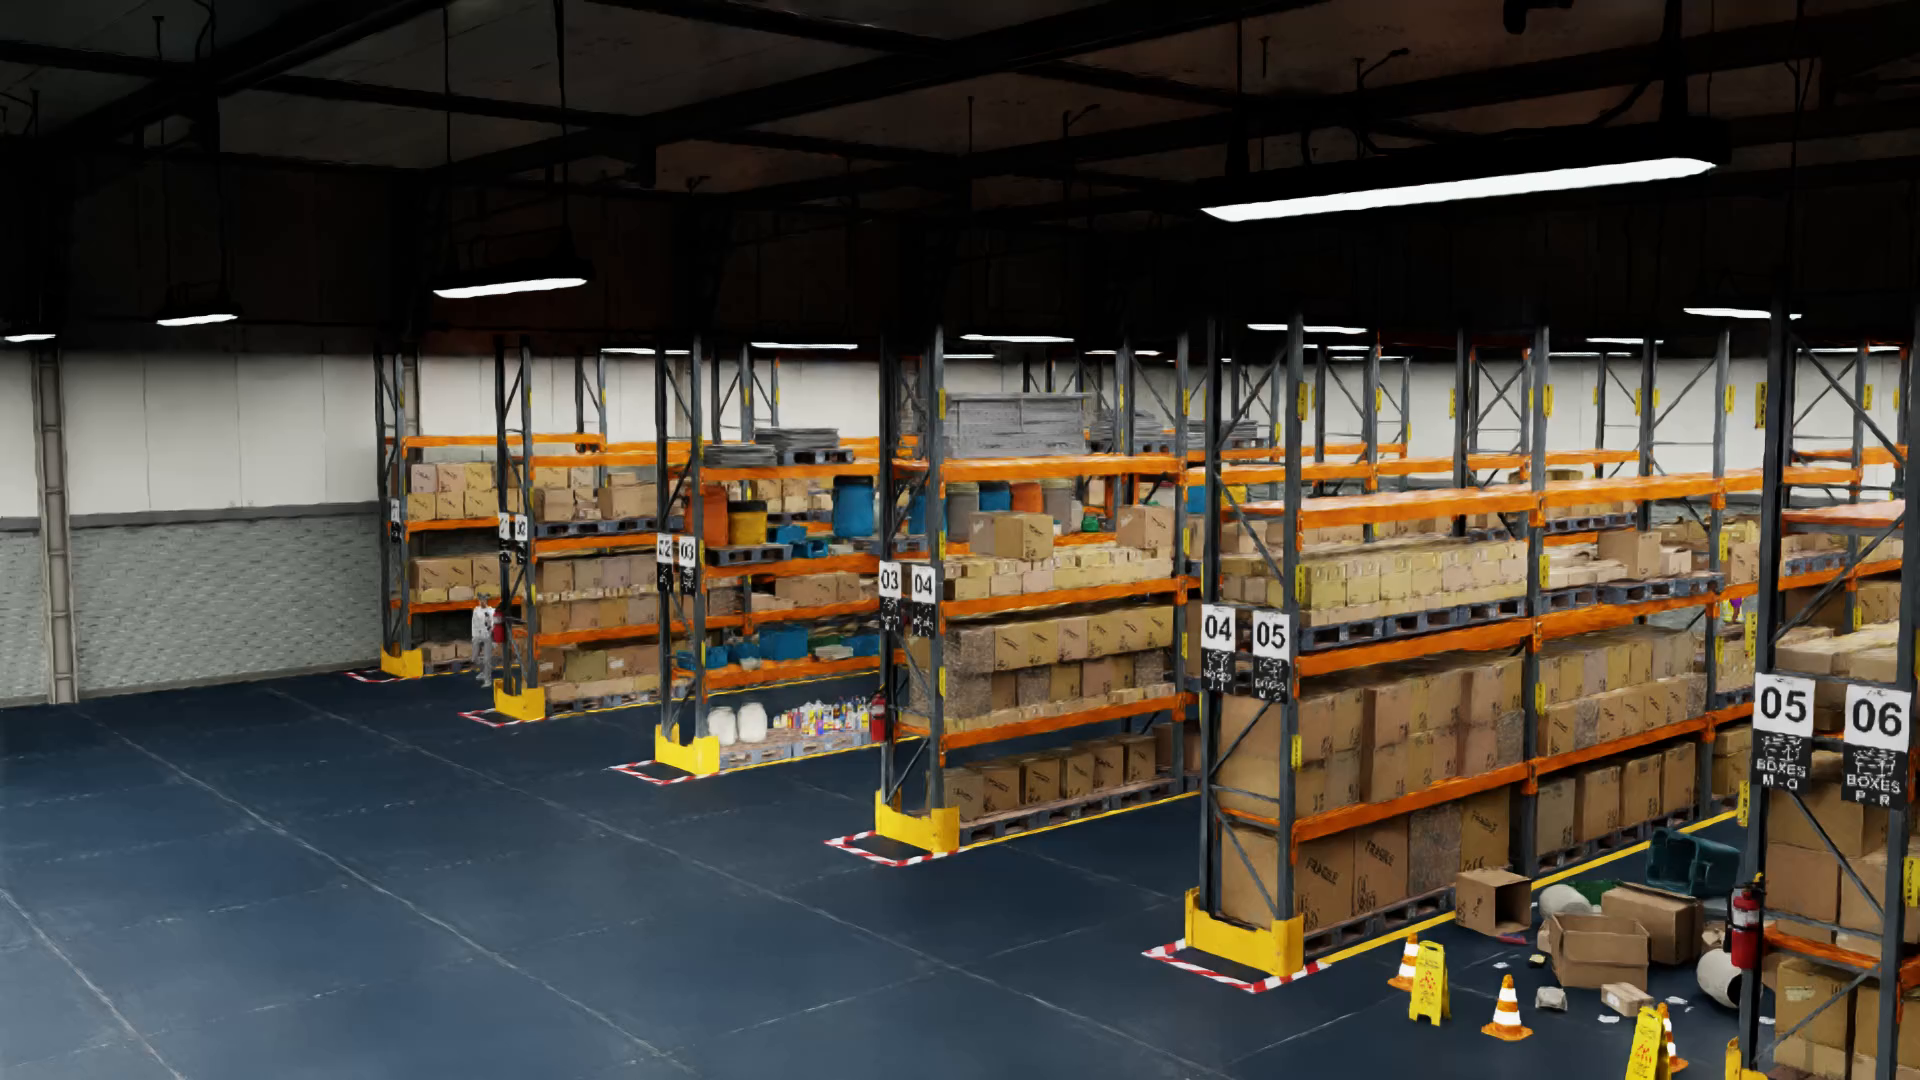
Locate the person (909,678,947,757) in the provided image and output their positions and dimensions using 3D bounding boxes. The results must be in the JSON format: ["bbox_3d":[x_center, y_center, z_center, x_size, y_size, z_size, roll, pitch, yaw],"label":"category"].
[{"bbox_3d":[-0.345,2.172,23.467,0.711,1.694,0.815,3,6,30],"label":"person"}]

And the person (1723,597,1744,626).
[{"bbox_3d":[14.248,1.500,30.507,0.460,1.760,0.721,2,6,19],"label":"person"}]

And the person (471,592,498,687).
[{"bbox_3d":[-8.255,1.704,28.945,0.533,1.668,0.519,1,5,12],"label":"person"}]
